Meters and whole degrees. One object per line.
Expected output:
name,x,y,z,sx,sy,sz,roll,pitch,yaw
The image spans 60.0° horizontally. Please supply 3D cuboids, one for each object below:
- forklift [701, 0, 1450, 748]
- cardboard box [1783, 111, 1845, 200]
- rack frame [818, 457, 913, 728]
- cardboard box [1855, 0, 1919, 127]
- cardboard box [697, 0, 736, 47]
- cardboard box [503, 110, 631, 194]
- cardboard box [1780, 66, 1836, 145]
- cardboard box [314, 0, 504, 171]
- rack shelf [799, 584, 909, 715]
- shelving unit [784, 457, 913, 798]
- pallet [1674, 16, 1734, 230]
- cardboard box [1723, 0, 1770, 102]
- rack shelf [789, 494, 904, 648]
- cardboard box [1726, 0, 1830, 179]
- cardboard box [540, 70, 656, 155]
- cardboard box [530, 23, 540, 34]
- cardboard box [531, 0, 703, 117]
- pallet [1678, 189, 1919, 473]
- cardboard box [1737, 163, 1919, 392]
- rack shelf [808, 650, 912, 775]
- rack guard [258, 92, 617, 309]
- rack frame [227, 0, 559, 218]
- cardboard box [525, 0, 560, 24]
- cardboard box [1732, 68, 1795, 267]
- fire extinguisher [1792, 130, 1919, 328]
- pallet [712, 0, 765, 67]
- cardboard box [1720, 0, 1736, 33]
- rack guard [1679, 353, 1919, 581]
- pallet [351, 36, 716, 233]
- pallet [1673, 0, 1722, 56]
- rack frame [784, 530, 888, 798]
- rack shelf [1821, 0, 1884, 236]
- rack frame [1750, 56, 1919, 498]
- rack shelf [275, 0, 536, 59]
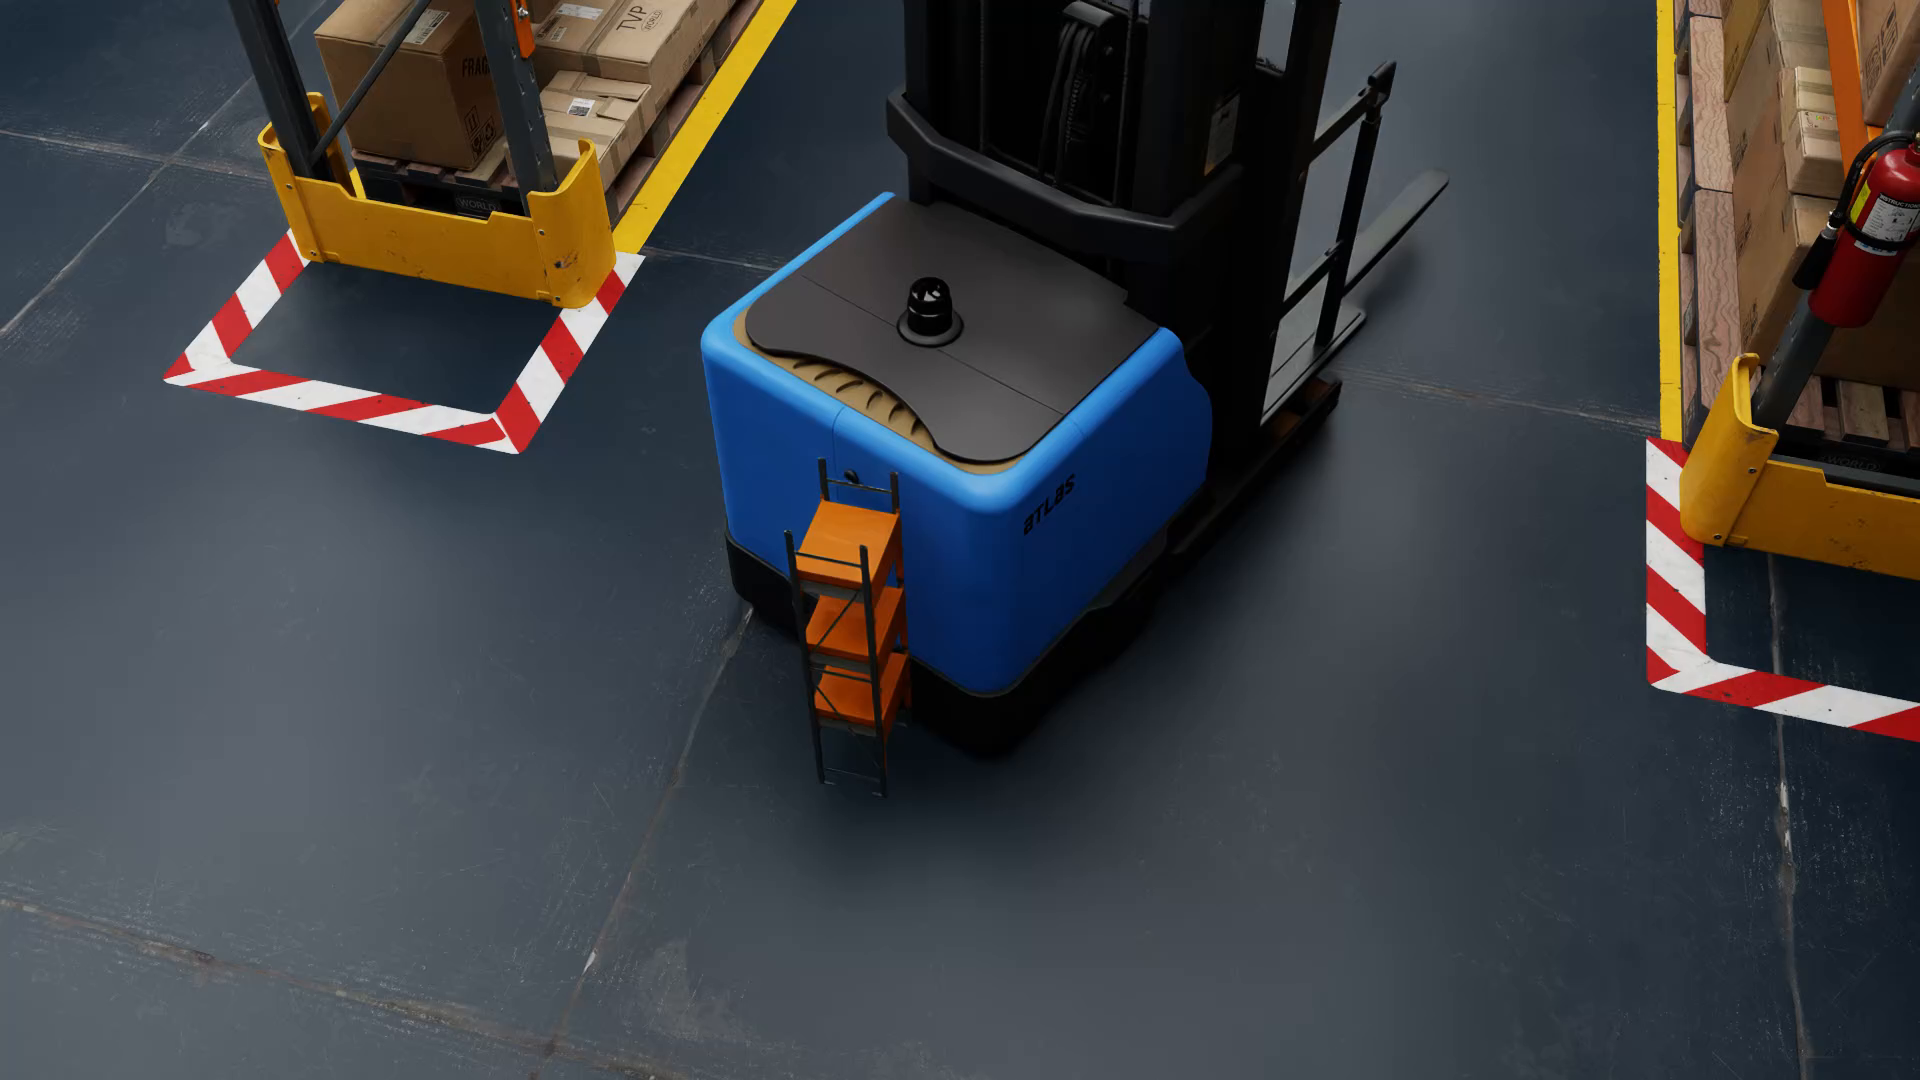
forklift,0.615,-1.444,4.569,1.130,2.935,3.031,31,55,24
cardboard box,2.839,-1.204,5.266,0.380,0.149,0.250,11,49,10
rack frame,-0.240,0.170,4.397,0.200,1.050,0.008,11,49,11
cardboard box,3.018,-1.492,4.366,0.980,0.700,0.700,14,50,12
cardboard box,-1.207,-2.293,6.814,0.500,0.250,0.500,12,50,10
cardboard box,-1.445,-1.434,6.123,0.380,0.149,0.250,12,50,10
cardboard box,2.906,-1.389,5.429,0.380,0.149,0.250,13,50,11
cardboard box,-1.981,-1.757,6.174,0.500,0.500,0.500,12,50,10
rack shelf,-0.272,0.265,4.327,0.215,0.259,0.240,11,49,11
shelving unit,-0.272,0.258,4.320,0.215,1.050,0.252,11,49,11
pallet,3.351,-1.573,6.498,1.003,0.211,1.213,12,50,10
cardboard box,3.378,-1.973,6.378,0.700,0.500,0.500,13,50,11
rack shelf,-0.276,0.077,4.115,0.215,0.259,0.240,11,49,11
cardboard box,3.245,-1.586,6.036,0.700,0.500,0.500,10,49,9
cardboard box,-1.379,-1.621,6.276,0.380,0.166,0.250,12,50,10
cardboard box,-1.788,-1.922,6.542,0.380,0.166,0.250,12,50,10
cardboard box,-1.338,-1.932,6.495,0.500,0.250,0.500,12,50,10
pallet,3.028,-0.693,5.721,1.003,0.211,1.213,12,50,10
cardboard box,2.981,-0.860,5.396,0.700,0.500,0.500,12,50,10
rack shelf,-0.268,0.450,4.535,0.215,0.259,0.240,11,49,11
rack guard,-1.867,-1.225,5.998,1.175,0.500,0.348,12,50,10
rack frame,-1.887,-1.997,5.012,1.000,3.000,0.127,12,50,10
cardboard box,-1.702,-2.356,6.869,0.500,0.250,0.500,12,50,10
cardboard box,3.113,-1.222,5.715,0.700,0.500,0.500,11,50,10
fire extinguisher,2.409,-0.855,4.304,0.296,0.674,0.183,12,50,10
pallet,-1.335,-2.586,7.392,1.003,0.211,1.213,12,50,10
cardboard box,3.515,-2.344,6.705,0.700,0.500,0.500,11,50,10
rack guard,2.887,-0.178,5.073,1.175,0.500,0.348,12,50,10
pallet,-1.658,-1.706,6.615,1.003,0.211,1.213,12,50,10
pallet,3.671,-2.458,7.279,1.003,0.211,1.213,12,50,10
rack frame,-0.304,0.346,4.242,0.200,1.050,0.008,11,49,11
rack shelf,3.420,-2.231,5.698,1.077,0.370,4.000,12,50,10
rack frame,2.893,-1.022,4.152,1.000,3.000,0.127,12,50,10
rack shelf,-1.360,-3.206,6.558,1.077,0.370,4.000,12,50,10
